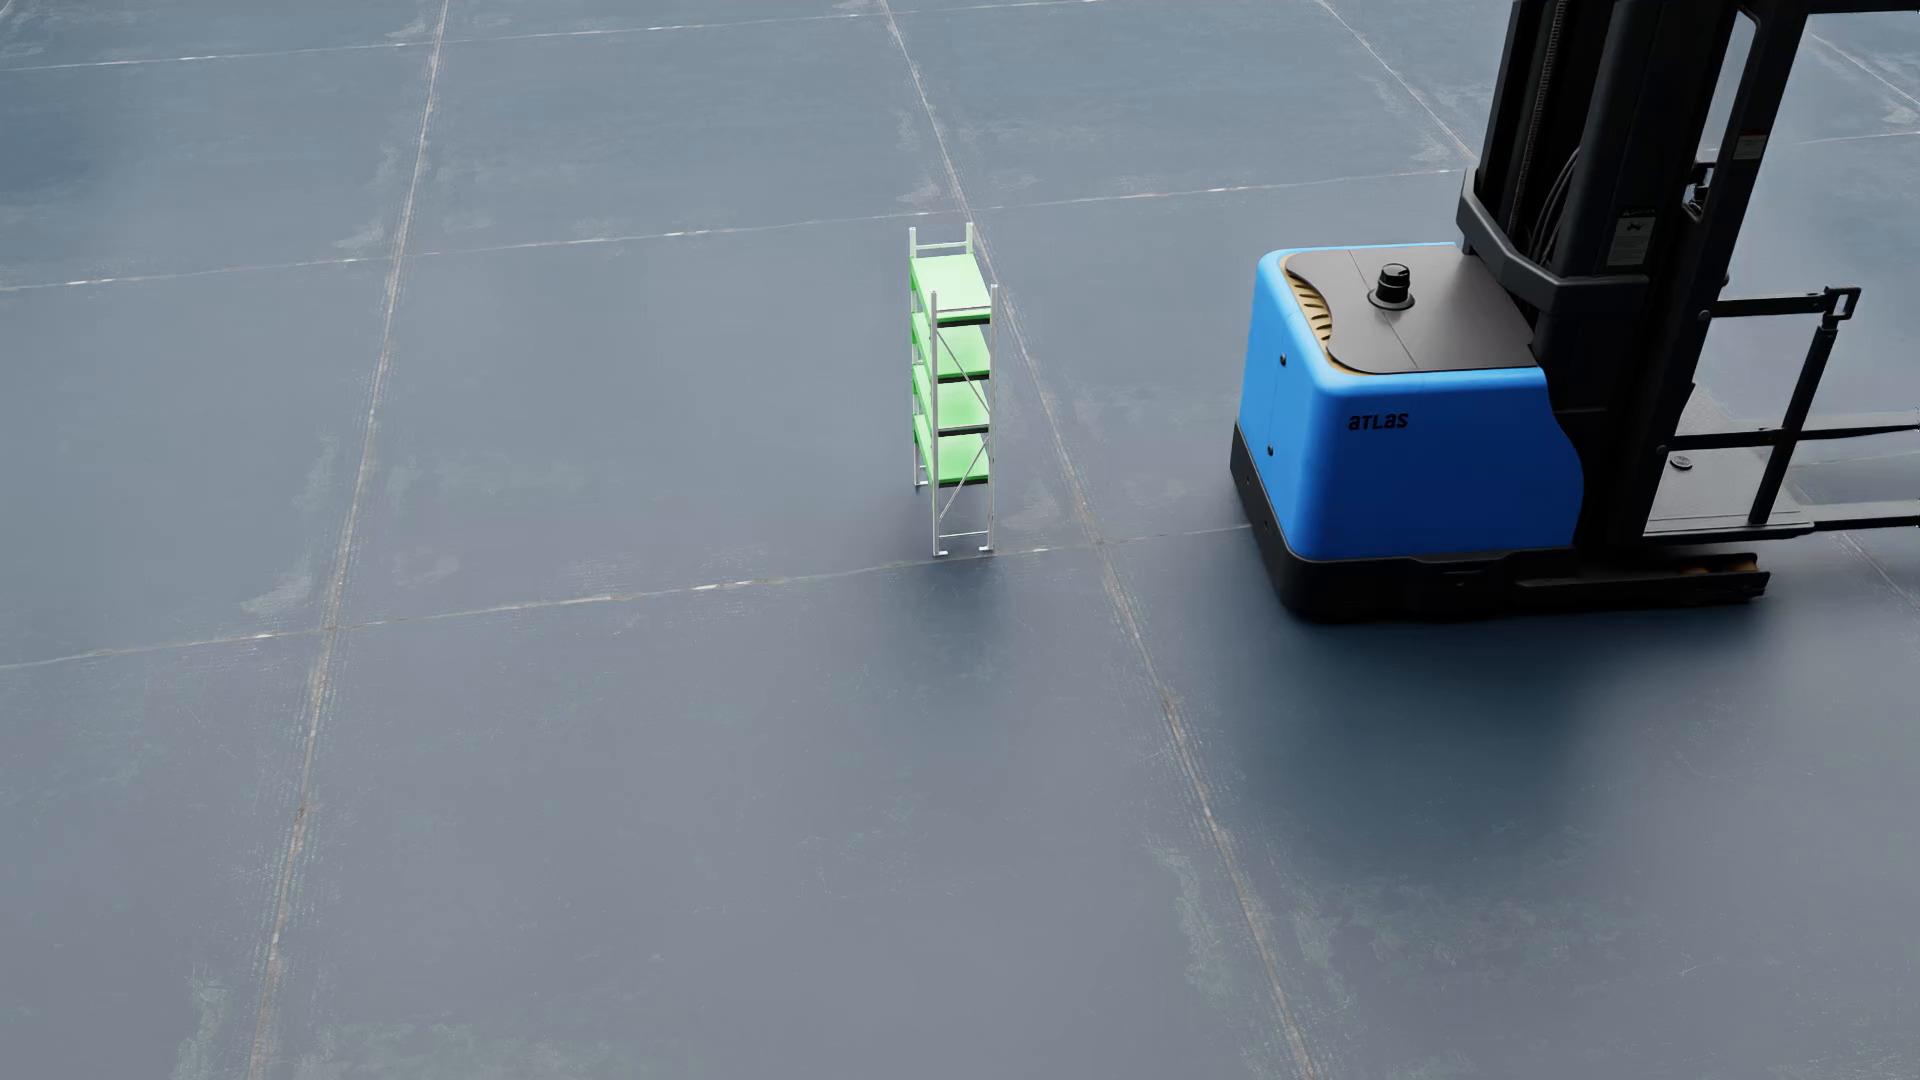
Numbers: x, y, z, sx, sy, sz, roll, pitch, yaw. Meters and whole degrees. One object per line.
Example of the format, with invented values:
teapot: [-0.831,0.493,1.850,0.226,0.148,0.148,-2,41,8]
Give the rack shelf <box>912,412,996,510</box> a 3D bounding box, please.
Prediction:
rack shelf: [-0.029,-0.334,6.697,0.258,0.148,0.480,-6,38,-8]

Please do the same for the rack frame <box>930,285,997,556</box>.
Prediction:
rack frame: [0.014,-0.426,6.321,0.240,1.200,0.015,-6,38,-8]

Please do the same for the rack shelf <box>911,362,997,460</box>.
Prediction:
rack shelf: [-0.029,-0.523,6.550,0.258,0.148,0.480,-6,38,-8]

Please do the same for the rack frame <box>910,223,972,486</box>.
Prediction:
rack frame: [-0.072,-0.721,6.700,0.240,1.200,0.015,-6,38,-8]

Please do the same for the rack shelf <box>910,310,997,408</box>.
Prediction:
rack shelf: [-0.029,-0.713,6.403,0.258,0.148,0.480,-6,38,-8]

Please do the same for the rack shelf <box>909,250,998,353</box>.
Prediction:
rack shelf: [-0.029,-0.902,6.255,0.258,0.148,0.480,-6,38,-8]

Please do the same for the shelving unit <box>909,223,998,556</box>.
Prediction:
shelving unit: [-0.029,-0.574,6.511,0.258,1.200,0.503,-6,38,-8]

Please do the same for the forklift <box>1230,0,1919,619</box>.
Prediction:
forklift: [2.687,-1.228,5.942,3.031,2.935,1.130,-3,38,-4]
